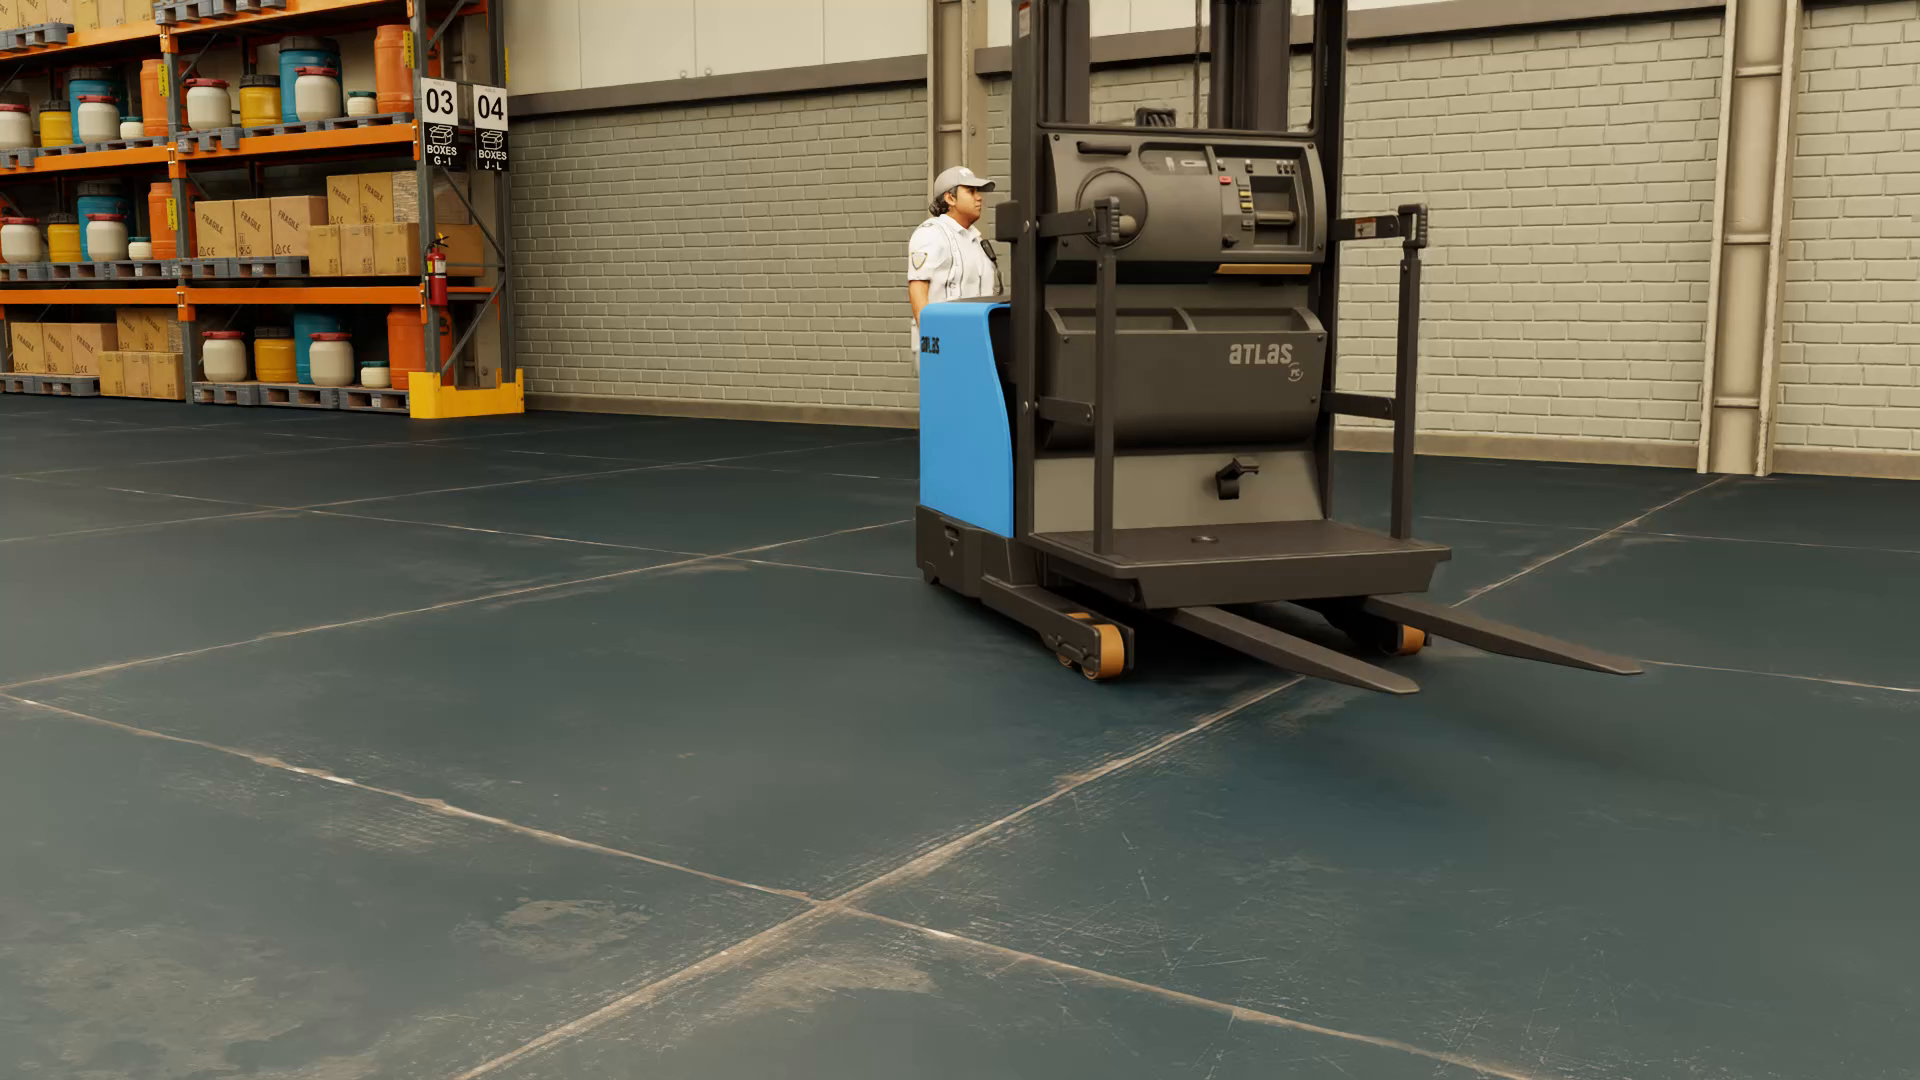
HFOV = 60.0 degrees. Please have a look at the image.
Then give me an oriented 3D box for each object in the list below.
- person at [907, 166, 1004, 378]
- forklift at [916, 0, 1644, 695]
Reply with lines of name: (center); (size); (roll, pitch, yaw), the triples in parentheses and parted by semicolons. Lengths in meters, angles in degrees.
person: (0.051, -0.823, 7.424); (0.529, 1.670, 0.598); (5, 10, 34)
forklift: (0.790, -1.111, 5.009); (1.130, 2.935, 3.031); (-3, 9, -19)
